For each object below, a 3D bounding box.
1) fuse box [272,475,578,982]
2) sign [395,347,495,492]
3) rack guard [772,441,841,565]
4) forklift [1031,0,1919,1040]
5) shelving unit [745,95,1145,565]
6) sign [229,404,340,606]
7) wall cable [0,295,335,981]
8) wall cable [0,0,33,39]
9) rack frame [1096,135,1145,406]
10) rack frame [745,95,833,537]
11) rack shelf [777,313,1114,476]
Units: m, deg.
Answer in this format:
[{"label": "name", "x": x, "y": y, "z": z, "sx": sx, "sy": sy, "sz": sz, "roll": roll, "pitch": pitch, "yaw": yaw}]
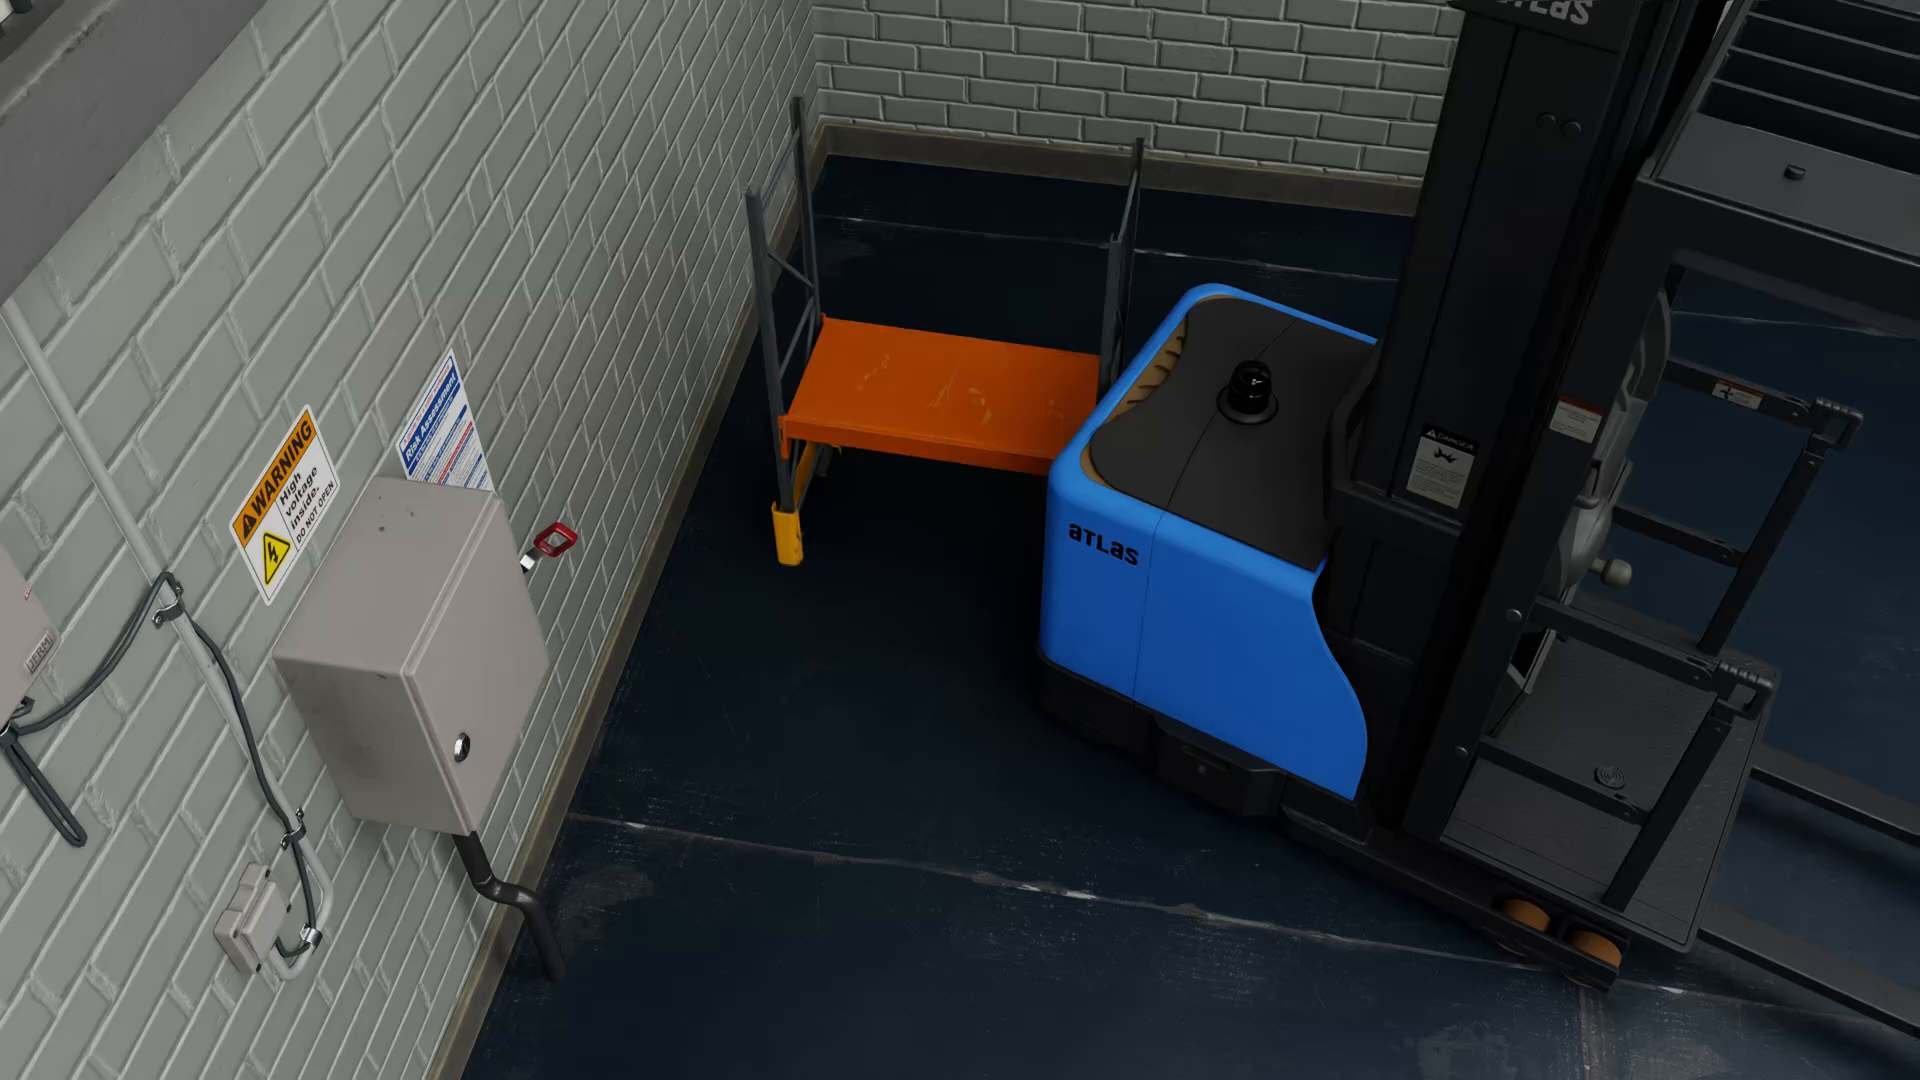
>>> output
[{"label": "fuse box", "x": -1.096, "y": 0.624, "z": 4.039, "sx": 0.414, "sy": 1.711, "sz": 0.539, "roll": 8, "pitch": 49, "yaw": 7}, {"label": "sign", "x": -1.212, "y": -0.164, "z": 3.945, "sx": 0.001, "sy": 0.494, "sz": 0.329, "roll": 8, "pitch": 49, "yaw": 7}, {"label": "rack guard", "x": -0.527, "y": -0.214, "z": 5.774, "sx": 0.087, "sy": 0.250, "sz": 0.587, "roll": 9, "pitch": 49, "yaw": 8}, {"label": "forklift", "x": 1.754, "y": -0.193, "z": 3.953, "sx": 3.031, "sy": 2.935, "sz": 1.130, "roll": 24, "pitch": 52, "yaw": 20}, {"label": "shelving unit", "x": -0.040, "y": -0.556, "z": 5.241, "sx": 1.083, "sy": 1.500, "sz": 0.587, "roll": 9, "pitch": 49, "yaw": 8}, {"label": "sign", "x": -1.310, "y": -0.070, "z": 3.241, "sx": 0.001, "sy": 0.242, "sz": 0.339, "roll": 8, "pitch": 49, "yaw": 7}, {"label": "wall cable", "x": -1.373, "y": 0.332, "z": 2.752, "sx": 0.122, "sy": 1.984, "sz": 0.588, "roll": 8, "pitch": 49, "yaw": 7}, {"label": "wall cable", "x": -1.039, "y": -2.708, "z": 2.108, "sx": 0.133, "sy": 3.039, "sz": 2.988, "roll": 8, "pitch": 49, "yaw": 7}, {"label": "rack frame", "x": 0.467, "y": -0.477, "z": 5.170, "sx": 0.032, "sy": 1.500, "sz": 0.500, "roll": 9, "pitch": 49, "yaw": 8}, {"label": "rack frame", "x": -0.529, "y": -0.632, "z": 5.309, "sx": 0.032, "sy": 1.500, "sz": 0.500, "roll": 9, "pitch": 49, "yaw": 8}, {"label": "rack shelf", "x": -0.031, "y": -0.434, "z": 5.374, "sx": 1.000, "sy": 0.185, "sz": 0.538, "roll": 9, "pitch": 49, "yaw": 8}]
